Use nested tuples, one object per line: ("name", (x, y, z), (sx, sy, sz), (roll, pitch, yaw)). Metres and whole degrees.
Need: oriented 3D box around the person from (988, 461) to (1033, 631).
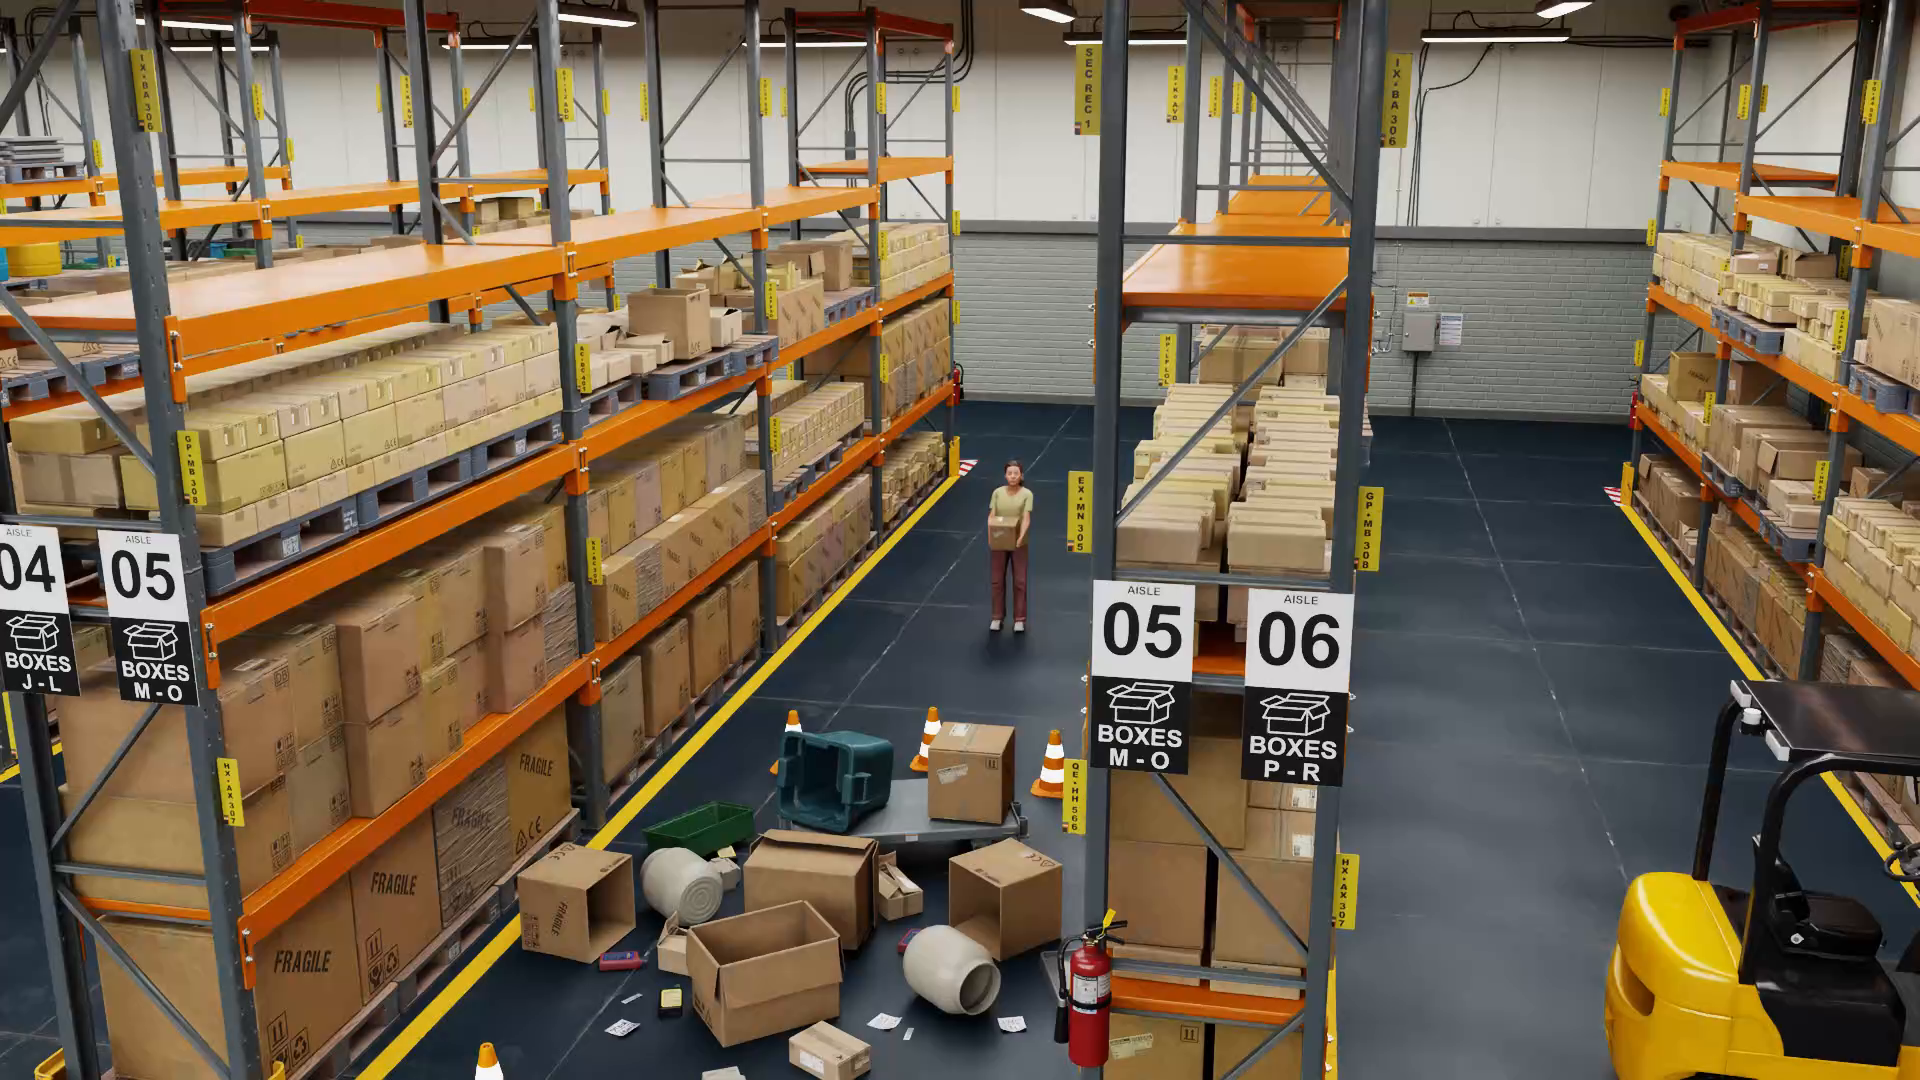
("person", (0.480, 0.068, 16.137), (0.426, 1.662, 0.554), (3, 15, 12))
